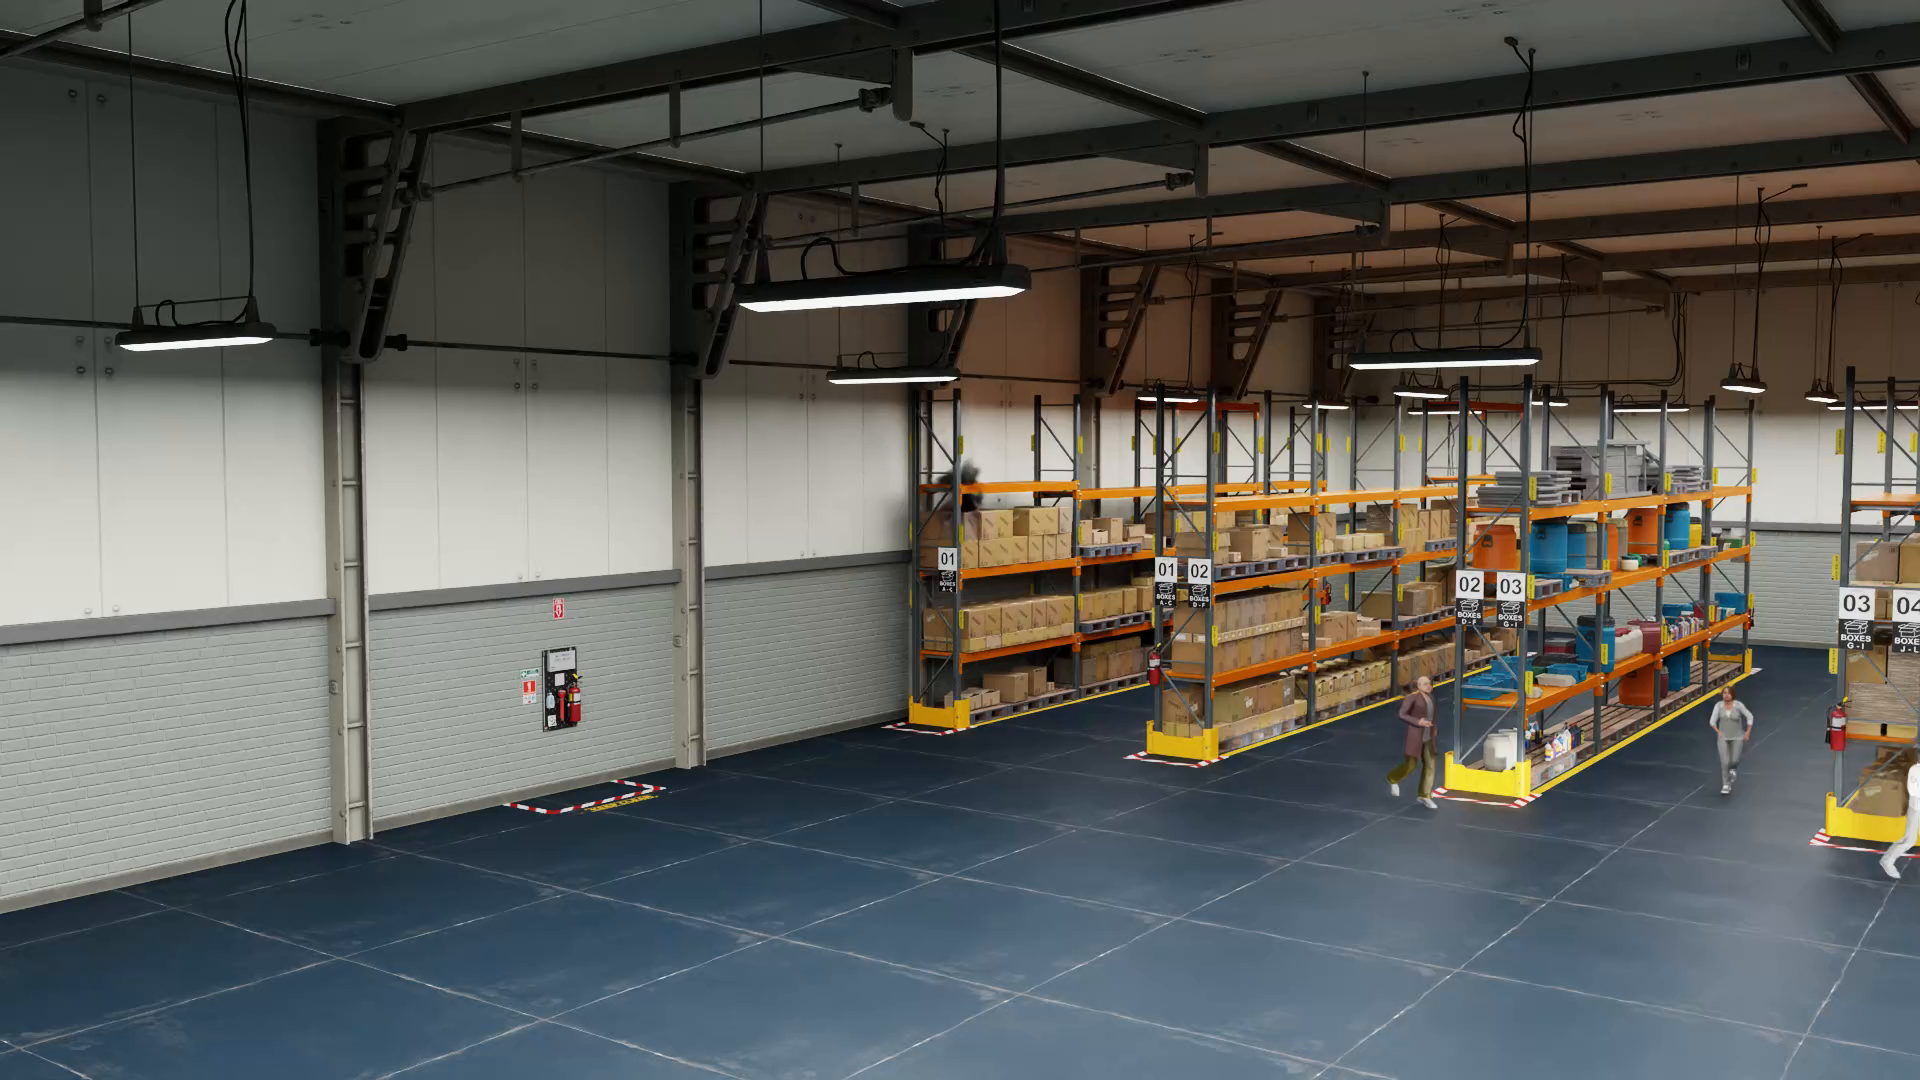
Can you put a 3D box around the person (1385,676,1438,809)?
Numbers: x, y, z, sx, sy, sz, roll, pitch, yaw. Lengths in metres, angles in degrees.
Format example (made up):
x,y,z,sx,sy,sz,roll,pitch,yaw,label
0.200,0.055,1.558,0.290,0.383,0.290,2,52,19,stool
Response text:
x,y,z,sx,sy,sz,roll,pitch,yaw,label
6.419,2.794,23.275,0.718,1.789,0.960,-1,4,-23,person

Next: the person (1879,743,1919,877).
x,y,z,sx,sy,sz,roll,pitch,yaw,label
10.889,3.090,18.805,0.621,1.738,0.879,-1,3,-13,person

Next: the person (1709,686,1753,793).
x,y,z,sx,sy,sz,roll,pitch,yaw,label
11.059,2.871,23.873,0.560,1.558,0.605,2,4,30,person
